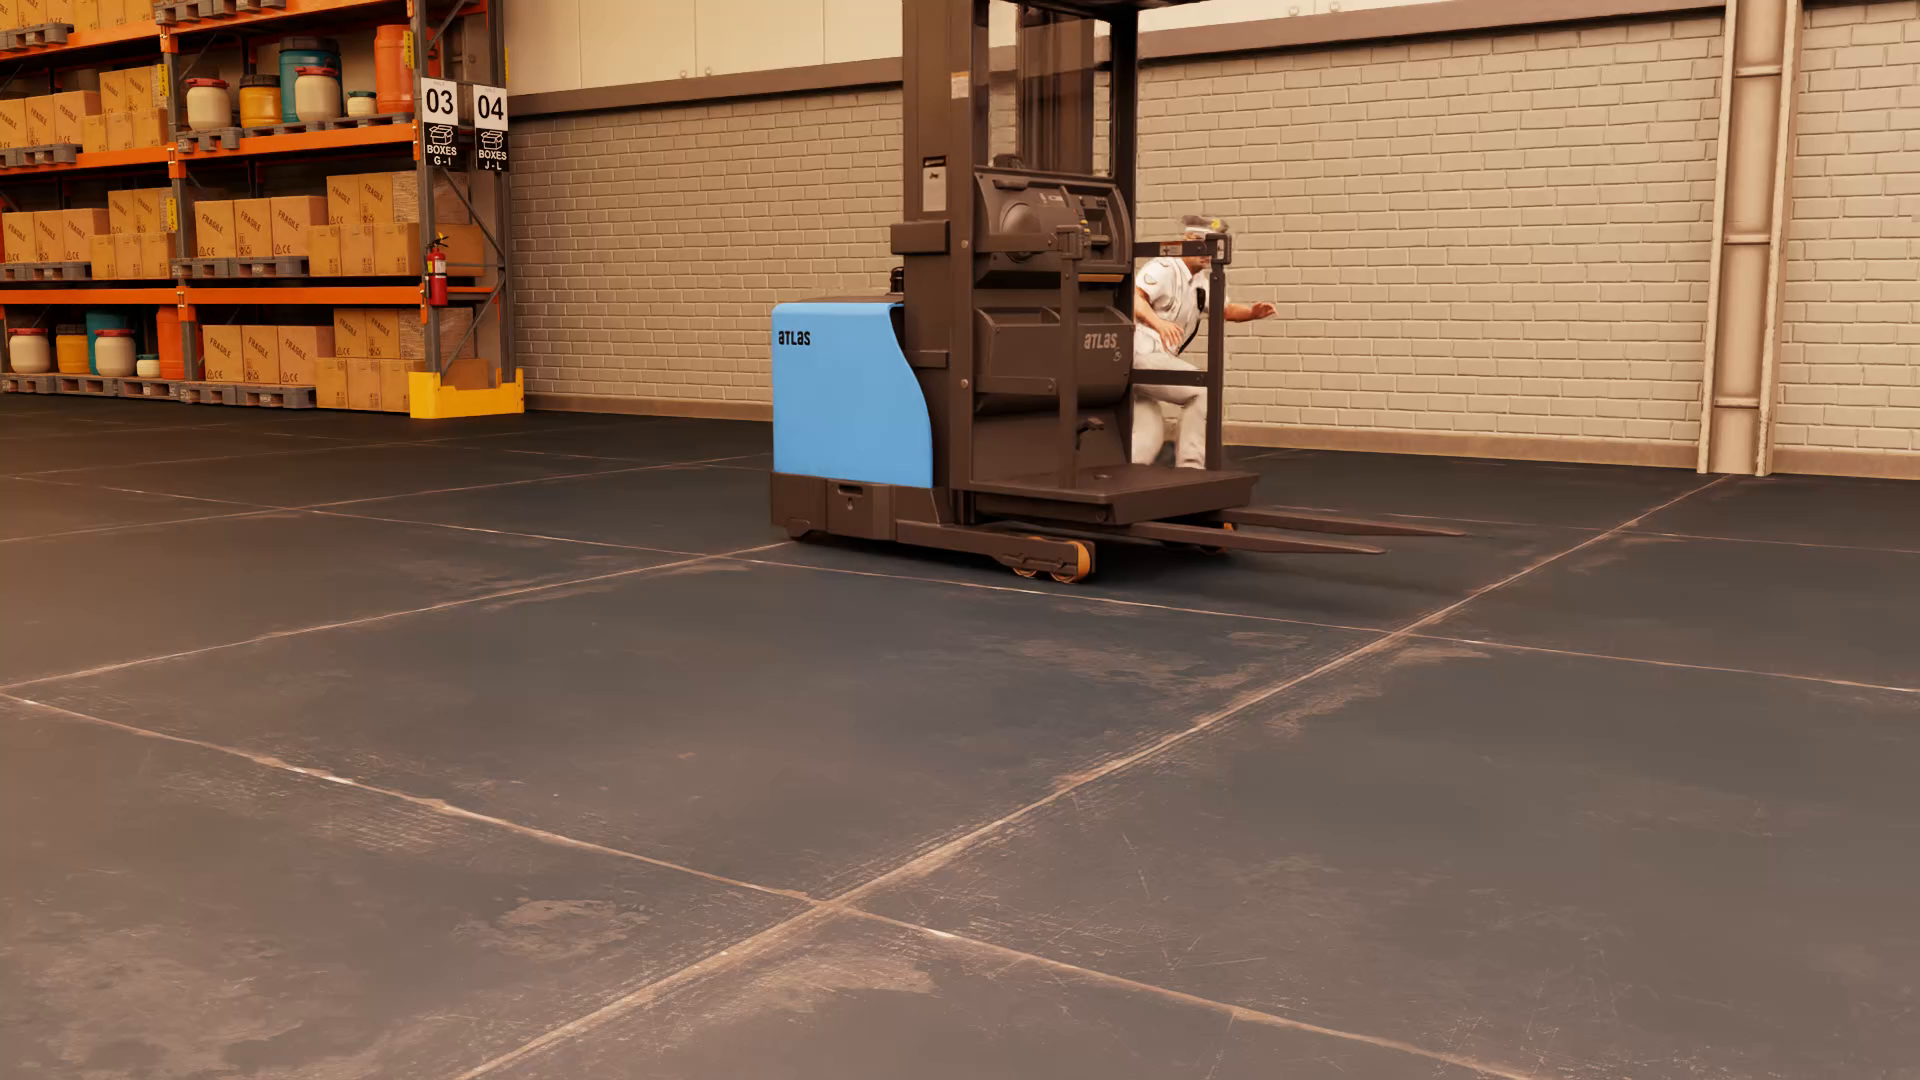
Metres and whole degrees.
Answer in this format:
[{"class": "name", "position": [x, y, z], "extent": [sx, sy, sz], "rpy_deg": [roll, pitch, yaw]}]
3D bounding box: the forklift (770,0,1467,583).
[{"class": "forklift", "position": [0.556, -1.366, 6.801], "extent": [3.031, 2.935, 1.130], "rpy_deg": [7, 11, 42]}]

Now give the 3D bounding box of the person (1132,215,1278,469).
[{"class": "person", "position": [1.131, -0.887, 8.452], "extent": [0.936, 1.515, 0.999], "rpy_deg": [2, 8, 12]}]
